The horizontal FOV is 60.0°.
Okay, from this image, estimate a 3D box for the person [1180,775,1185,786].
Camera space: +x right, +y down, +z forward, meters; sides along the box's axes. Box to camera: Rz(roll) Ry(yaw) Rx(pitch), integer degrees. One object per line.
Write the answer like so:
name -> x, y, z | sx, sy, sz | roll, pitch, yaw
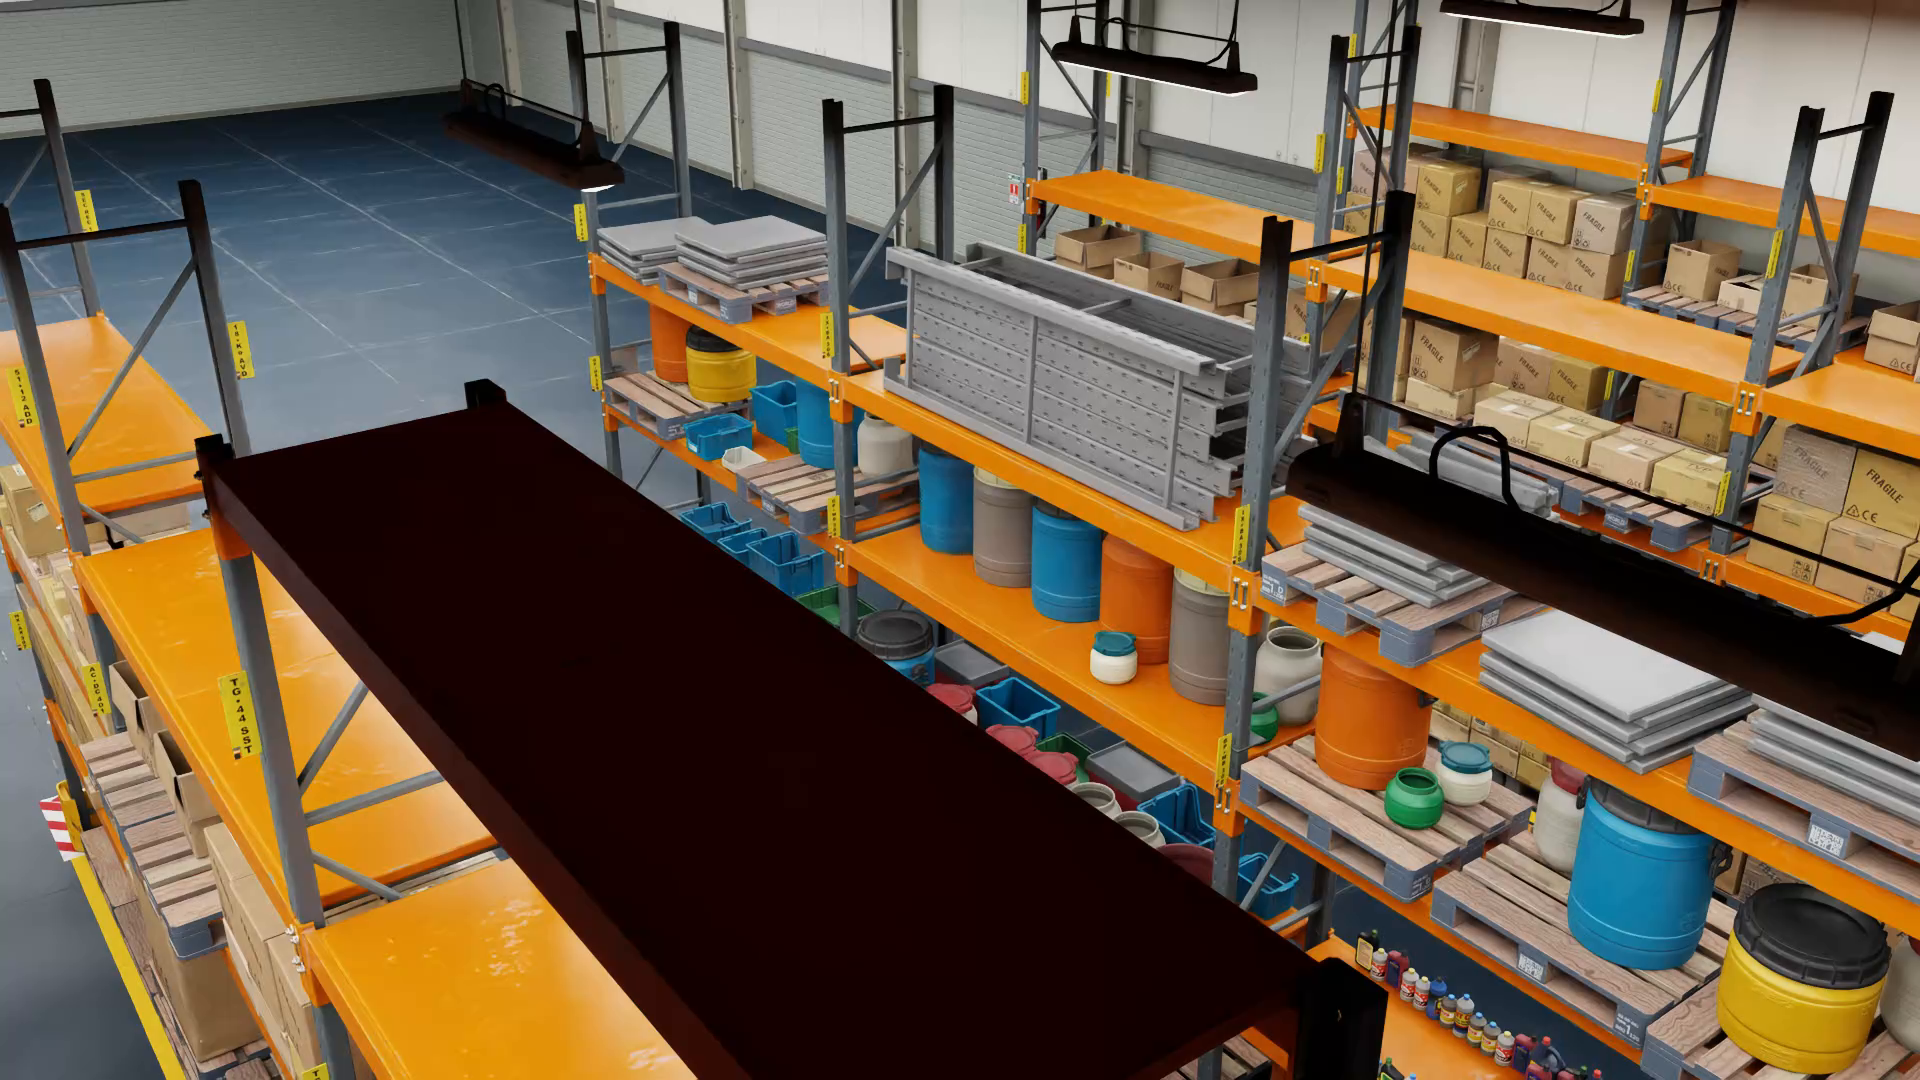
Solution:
person -> -4.561, 3.775, 8.917 | 13.272, 1.613, 7.160 | -3, 25, -6
